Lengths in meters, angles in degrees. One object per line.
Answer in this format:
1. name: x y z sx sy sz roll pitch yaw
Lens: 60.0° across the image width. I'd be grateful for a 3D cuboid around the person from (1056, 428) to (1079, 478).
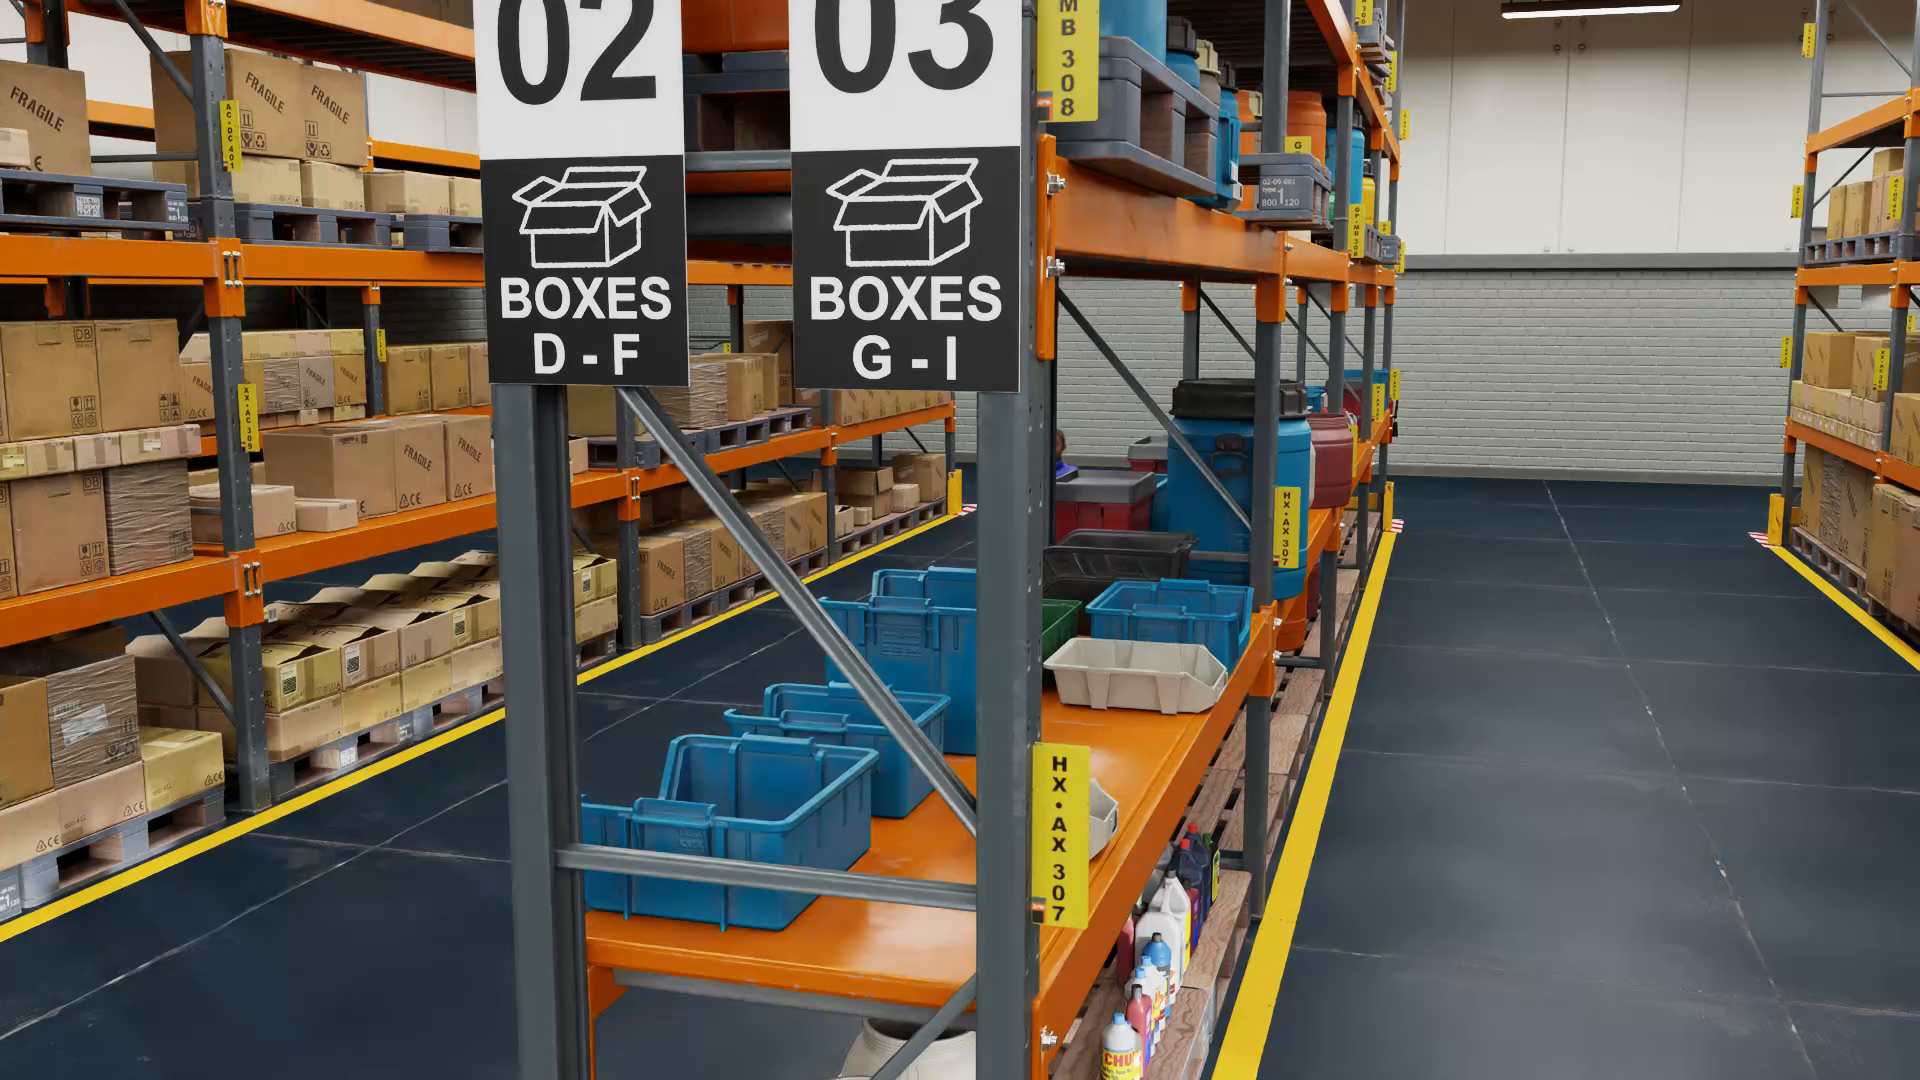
1. person: 0.590 0.053 11.538 0.451 1.650 0.512 3 9 17
